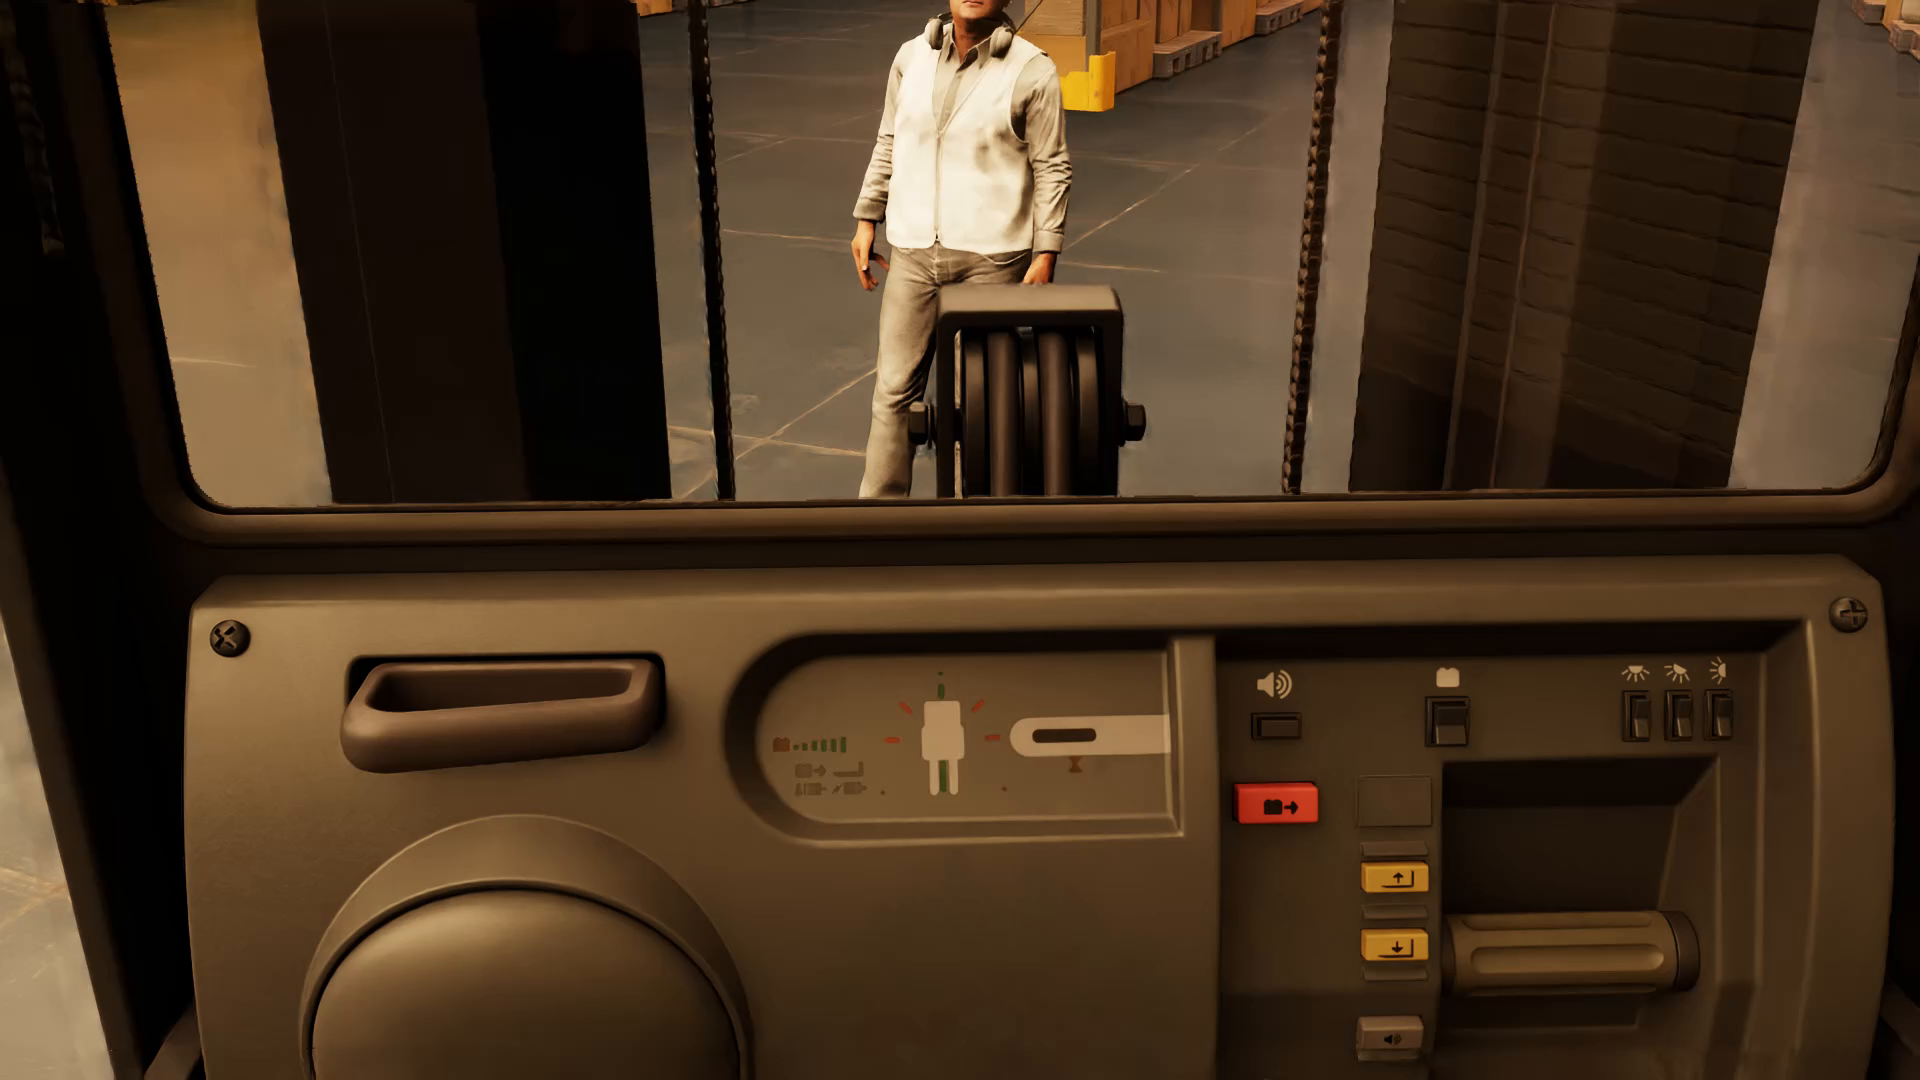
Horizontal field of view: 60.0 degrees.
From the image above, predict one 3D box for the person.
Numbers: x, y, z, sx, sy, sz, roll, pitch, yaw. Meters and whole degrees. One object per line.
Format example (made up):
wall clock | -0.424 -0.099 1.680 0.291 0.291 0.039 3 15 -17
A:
person | -0.031 -0.804 4.697 0.634 1.775 0.566 9 24 21
